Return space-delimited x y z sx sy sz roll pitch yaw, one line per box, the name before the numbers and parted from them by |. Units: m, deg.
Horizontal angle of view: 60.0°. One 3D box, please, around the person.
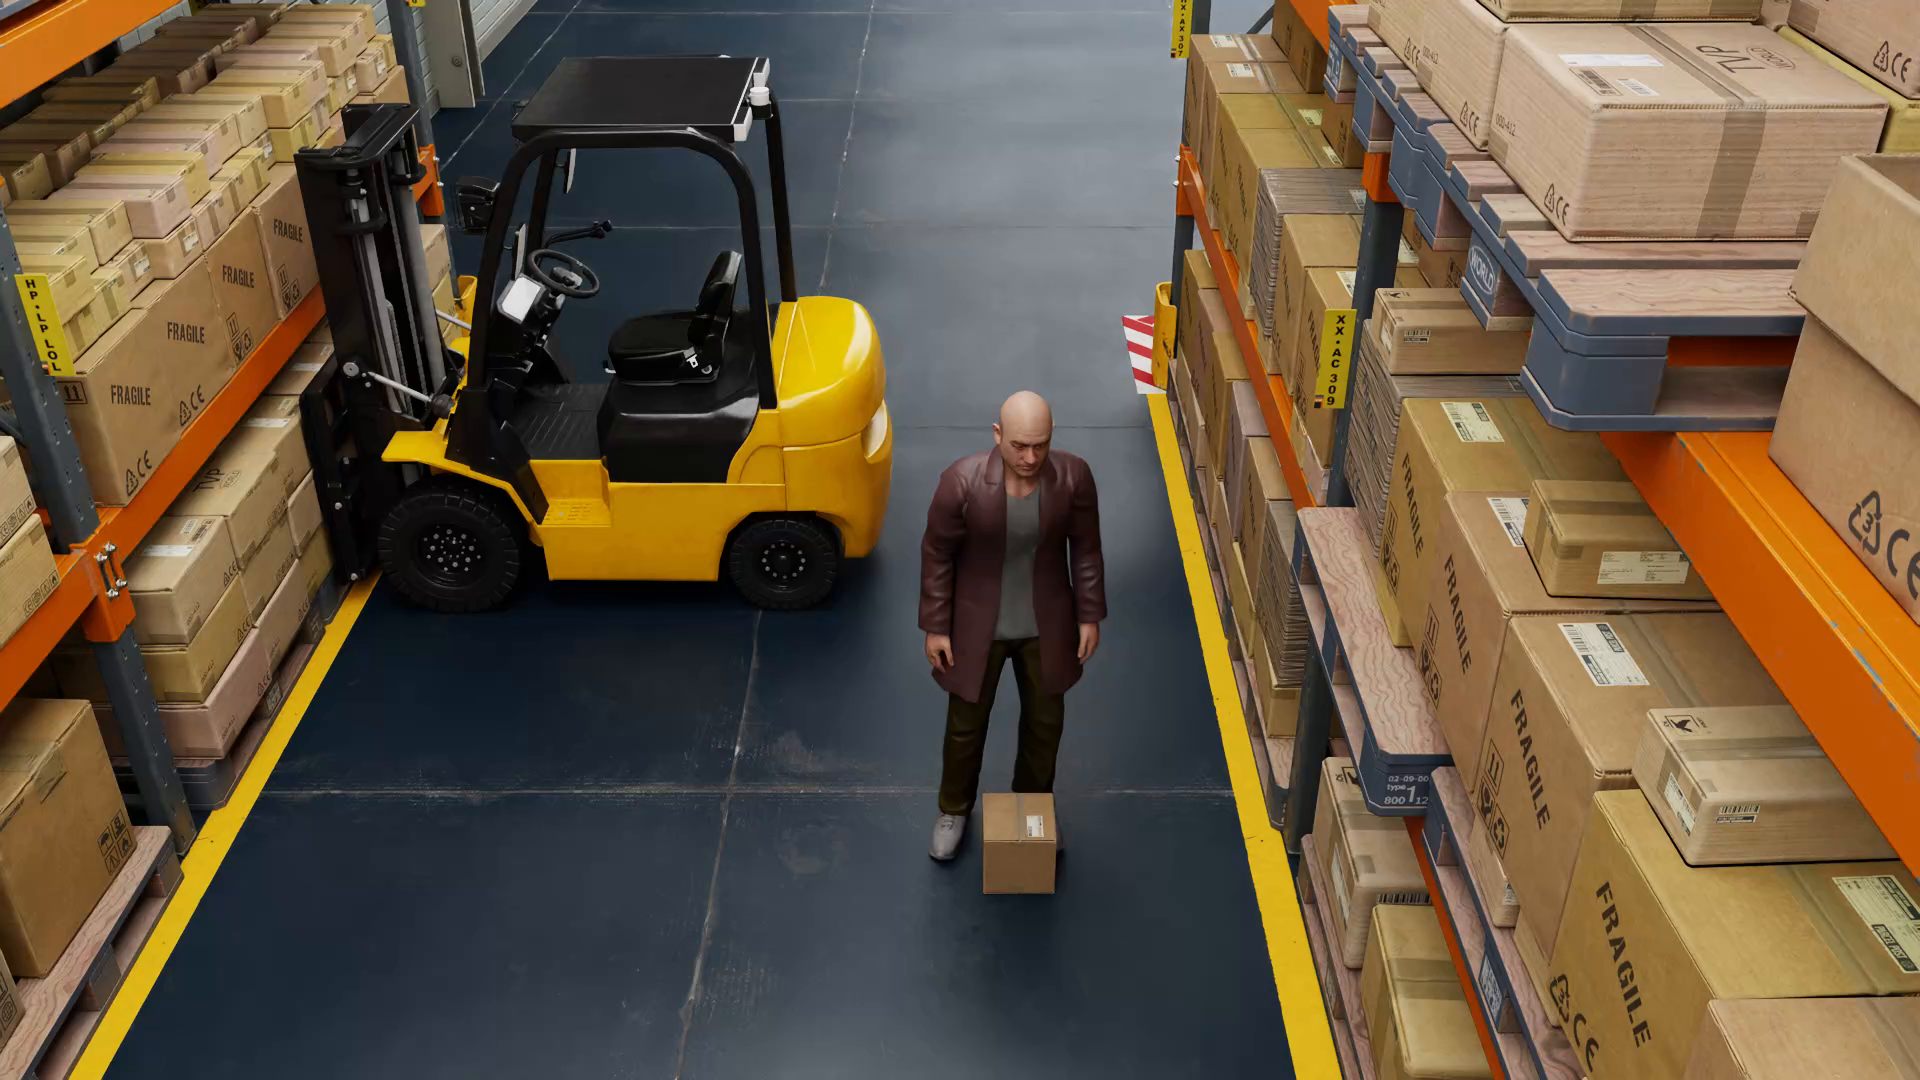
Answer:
person | 0.181 0.288 5.671 0.653 1.774 0.426 -4 31 -6
